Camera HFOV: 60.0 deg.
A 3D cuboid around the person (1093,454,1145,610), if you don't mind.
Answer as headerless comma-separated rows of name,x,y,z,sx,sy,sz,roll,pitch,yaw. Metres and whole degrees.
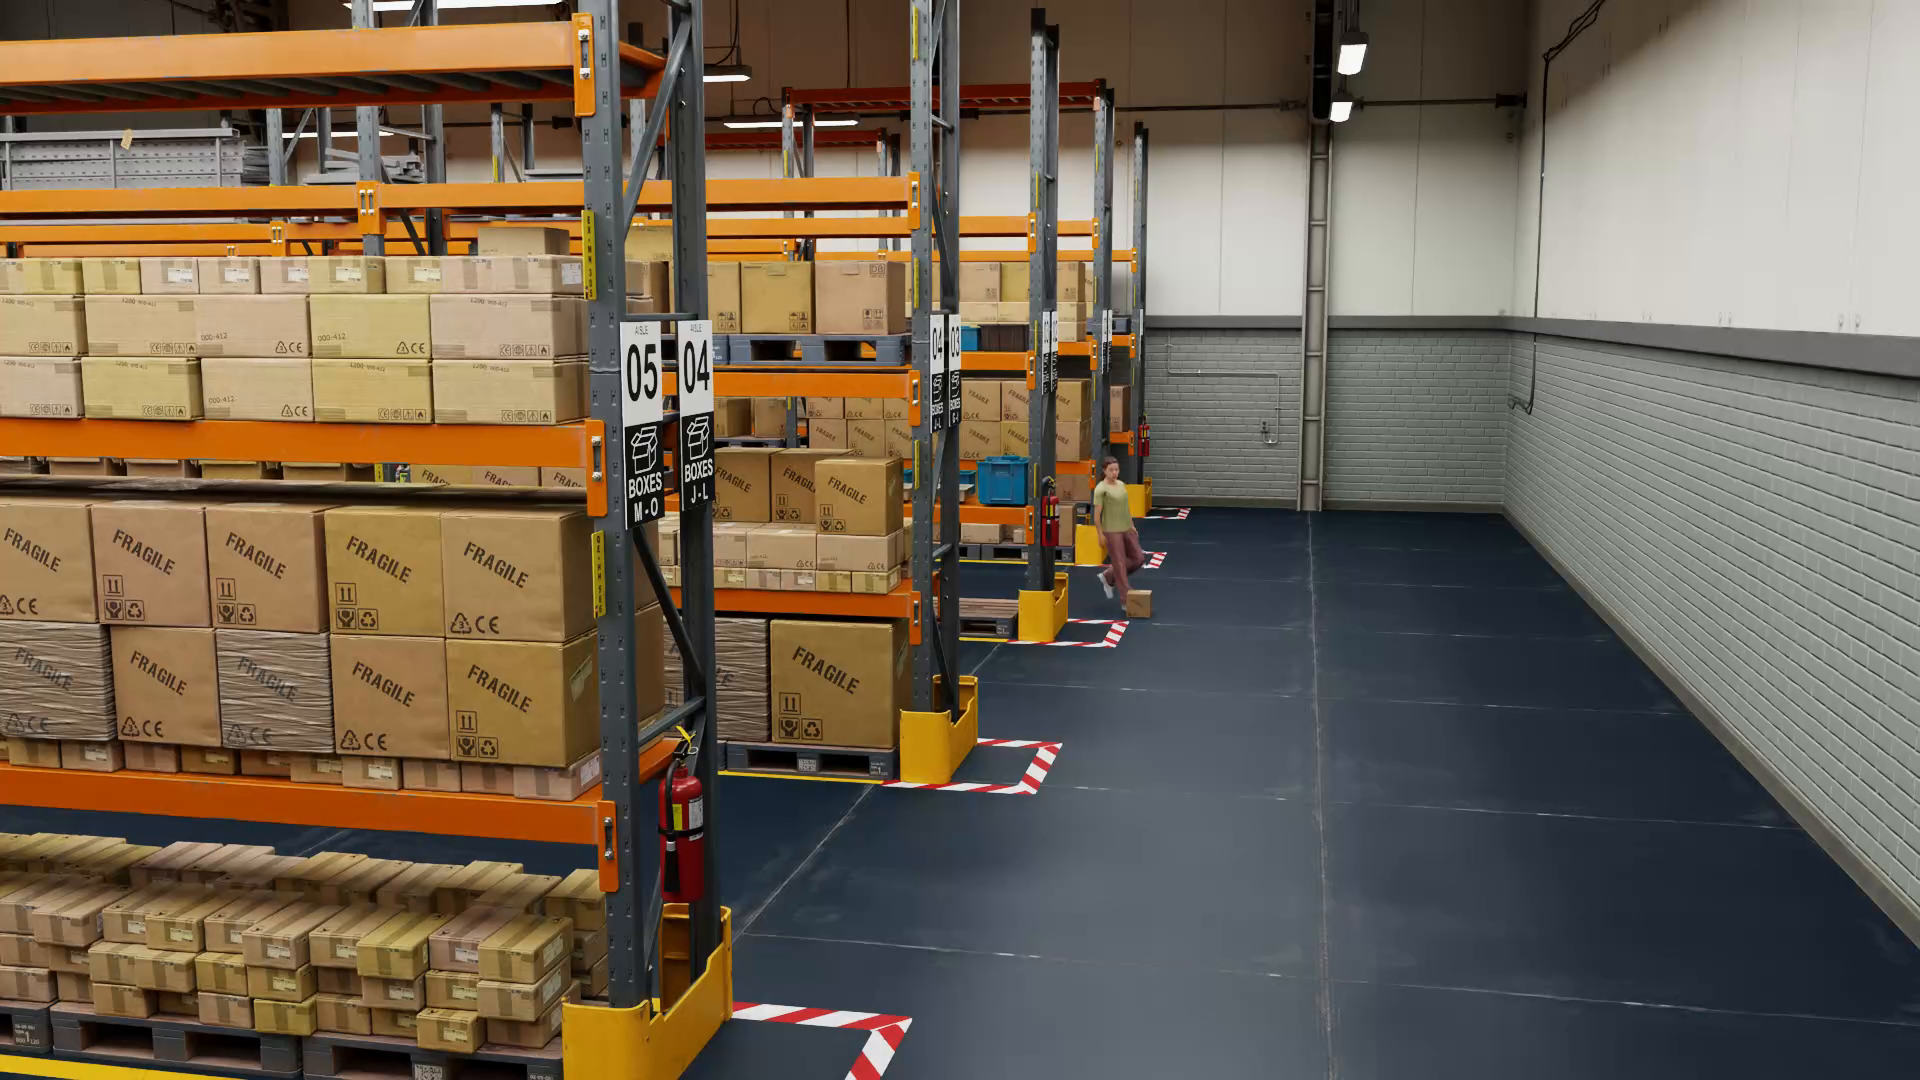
person,1.716,-0.084,17.831,0.504,1.665,0.626,-7,11,-40
